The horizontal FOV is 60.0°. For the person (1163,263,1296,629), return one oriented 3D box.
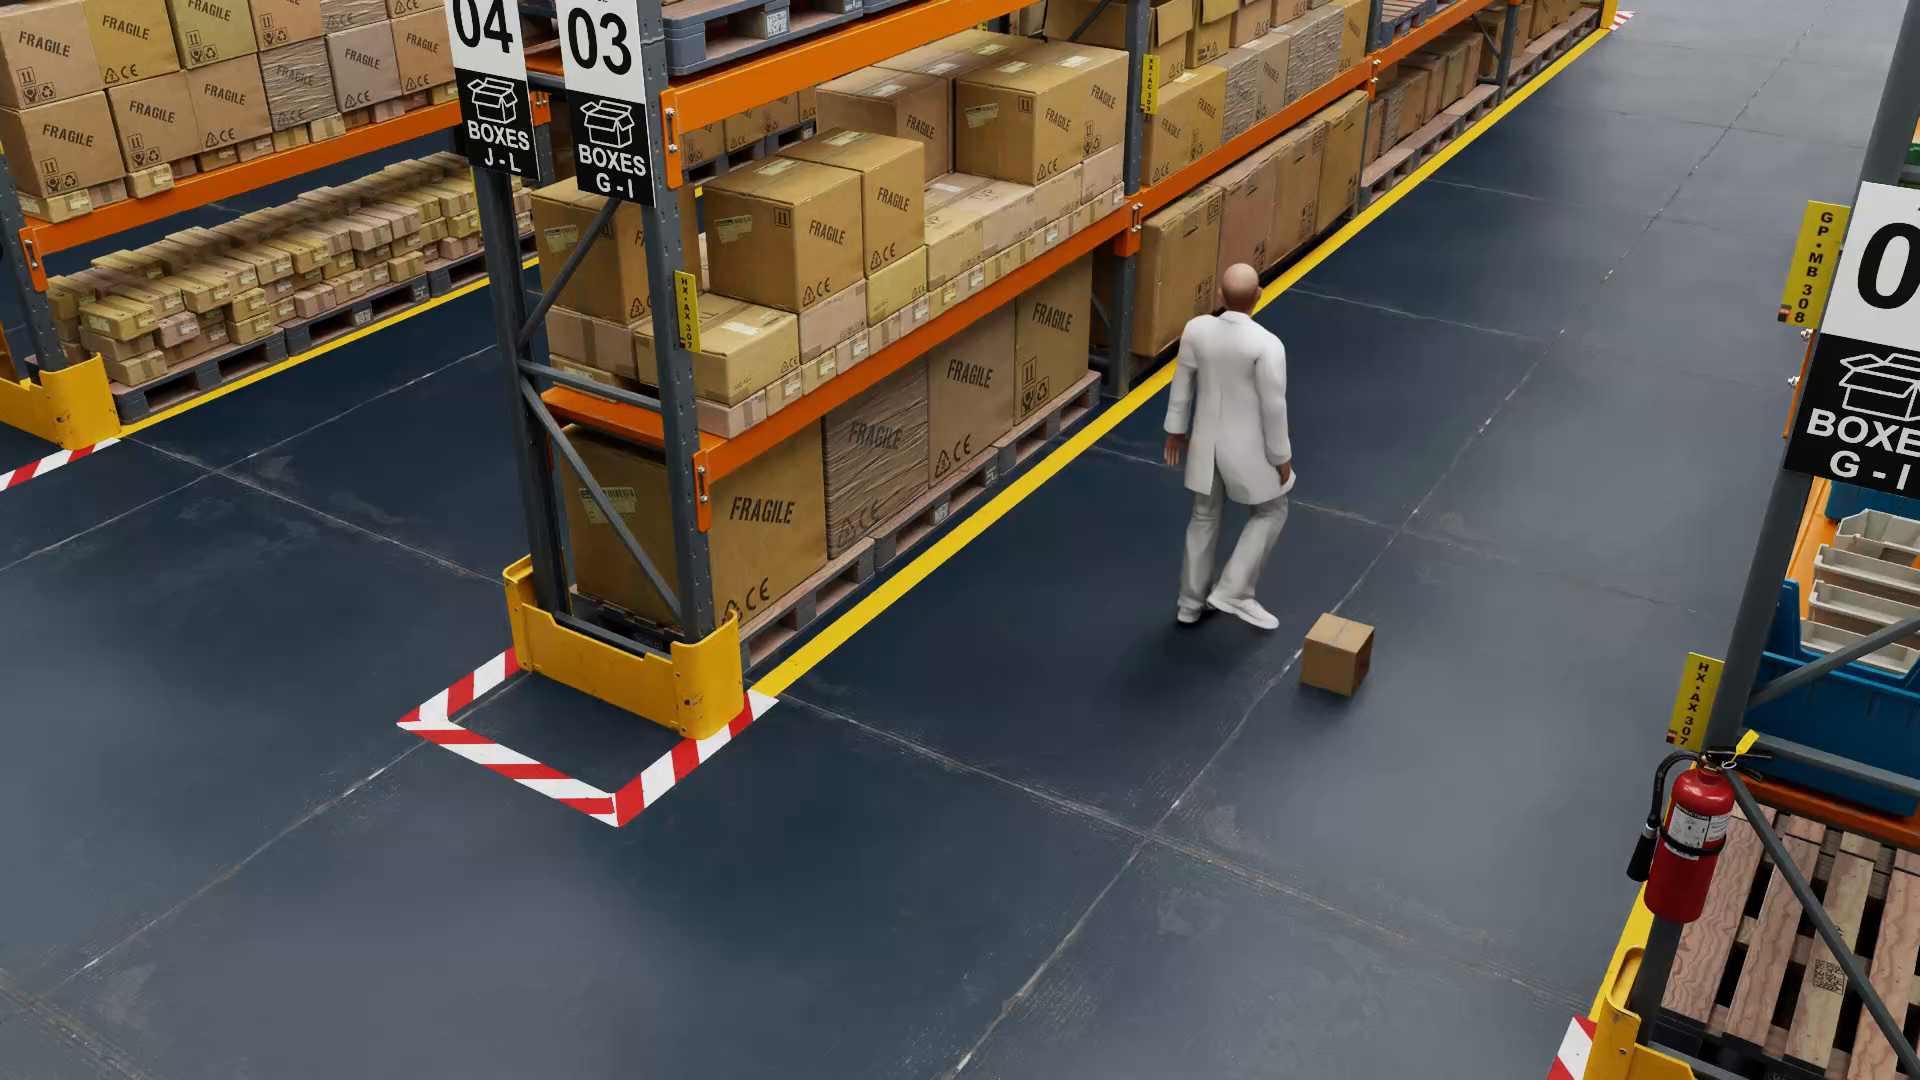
[{"bbox_3d":[1.283,-0.437,7.861,0.717,1.769,0.525,24,38,35],"label":"person"}]
